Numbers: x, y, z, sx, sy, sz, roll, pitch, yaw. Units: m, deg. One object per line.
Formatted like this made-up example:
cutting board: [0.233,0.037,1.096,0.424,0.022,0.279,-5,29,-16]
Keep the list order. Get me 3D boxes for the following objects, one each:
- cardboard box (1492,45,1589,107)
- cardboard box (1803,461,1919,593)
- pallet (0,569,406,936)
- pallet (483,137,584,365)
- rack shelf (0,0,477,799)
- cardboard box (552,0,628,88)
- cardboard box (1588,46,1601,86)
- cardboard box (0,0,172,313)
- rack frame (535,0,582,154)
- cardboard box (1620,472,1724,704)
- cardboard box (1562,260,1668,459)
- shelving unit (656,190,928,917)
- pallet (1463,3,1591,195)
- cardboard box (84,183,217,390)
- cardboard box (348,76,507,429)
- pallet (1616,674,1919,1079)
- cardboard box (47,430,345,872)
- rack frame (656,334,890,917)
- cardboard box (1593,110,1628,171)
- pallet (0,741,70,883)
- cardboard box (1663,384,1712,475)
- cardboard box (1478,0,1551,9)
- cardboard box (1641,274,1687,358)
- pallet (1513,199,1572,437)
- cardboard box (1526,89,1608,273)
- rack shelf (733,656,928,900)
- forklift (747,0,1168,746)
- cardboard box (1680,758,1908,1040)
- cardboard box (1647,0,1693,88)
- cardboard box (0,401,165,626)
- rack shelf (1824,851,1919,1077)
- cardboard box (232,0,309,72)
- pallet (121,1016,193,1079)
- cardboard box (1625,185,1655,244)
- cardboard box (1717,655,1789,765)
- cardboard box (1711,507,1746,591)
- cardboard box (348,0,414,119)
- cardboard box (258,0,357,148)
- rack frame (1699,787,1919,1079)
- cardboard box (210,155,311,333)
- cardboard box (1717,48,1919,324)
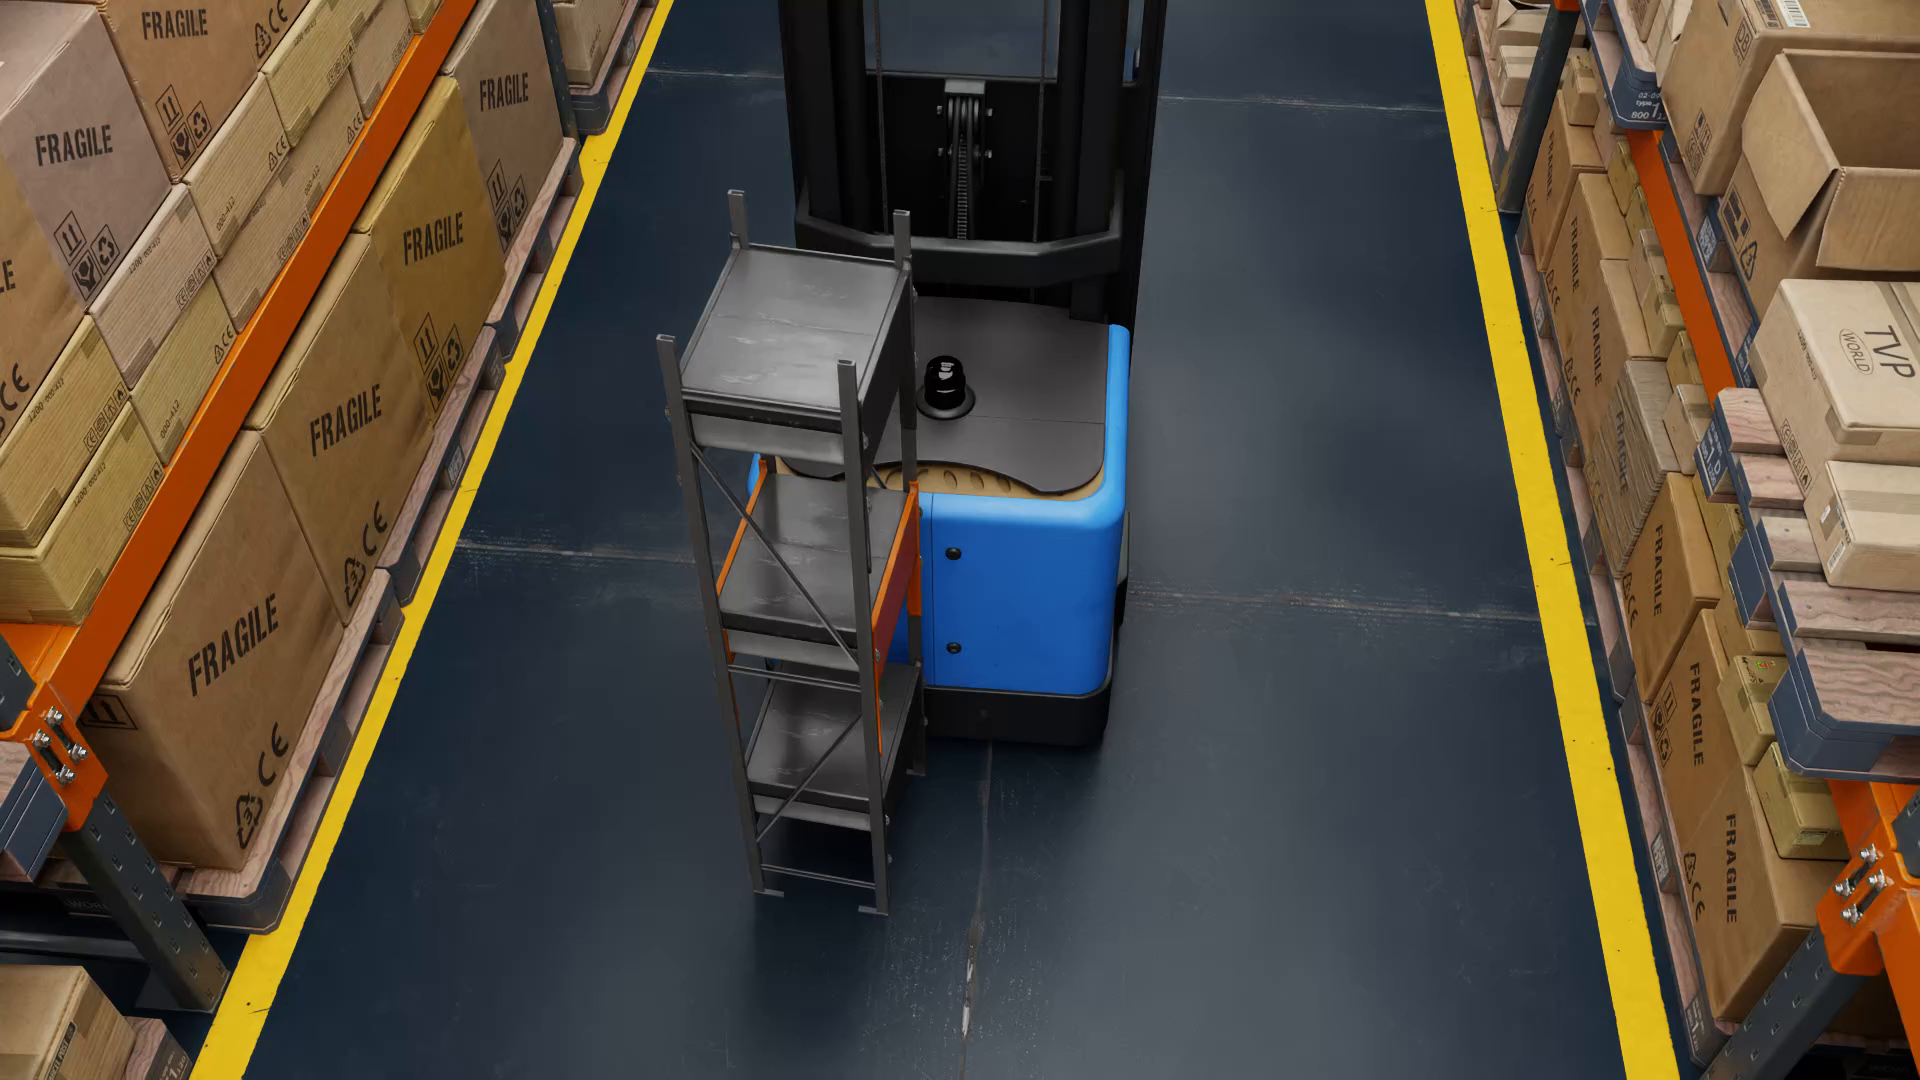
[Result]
cardboard box: [2.530,-2.006,7.199,0.380,0.149,0.250,3,48,2]
cardboard box: [2.085,-0.023,3.624,0.380,0.149,0.250,5,48,4]
pallet: [-2.389,0.578,5.078,1.003,0.211,1.213,4,48,4]
pallet: [-2.167,-1.215,6.718,1.003,0.211,1.213,4,48,4]
rack shelf: [-2.354,-1.016,5.134,1.077,0.370,4.000,4,48,4]
cardboard box: [-2.007,-2.459,7.418,0.875,0.438,0.875,3,48,3]
cardboard box: [2.535,-1.765,6.099,0.380,0.149,0.250,3,48,3]
cardboard box: [-2.212,-0.871,3.768,0.500,0.500,0.500,4,48,4]
rack frame: [-2.171,-2.728,6.212,1.000,3.000,0.127,4,48,4]
cardboard box: [2.333,0.167,4.974,0.500,0.500,0.500,6,48,5]
cardboard box: [2.415,-0.596,5.672,0.500,0.500,0.500,3,48,2]
shelving unit: [-0.352,0.161,4.180,0.431,2.100,0.503,8,48,8]
pallet: [2.836,-1.960,7.400,1.003,0.211,1.213,4,48,4]
cardboard box: [-2.196,-0.642,4.067,0.500,0.250,0.500,5,48,4]
cardboard box: [-2.223,-1.027,5.812,0.875,0.875,0.875,5,48,5]
pallet: [2.513,0.937,4.750,1.003,0.211,1.213,4,48,4]
cardboard box: [-2.390,0.285,4.612,0.875,0.875,0.875,3,48,3]
rack frame: [-0.399,0.338,4.018,0.400,2.100,0.015,8,48,8]
cardboard box: [2.526,-1.460,6.022,0.380,0.149,0.250,3,48,2]
pallet: [-2.495,0.807,3.109,1.213,0.211,1.003,4,48,4]
cardboard box: [2.349,-0.327,4.986,0.380,0.149,0.250,2,48,2]
cardboard box: [2.775,-2.803,7.690,0.700,0.500,0.500,2,48,2]
cardboard box: [2.418,-0.705,5.331,0.380,0.149,0.250,5,48,5]
pallet: [2.736,-0.856,6.390,1.003,0.211,1.213,4,48,4]
cardboard box: [2.504,-1.355,6.366,0.500,0.500,0.500,6,48,5]
rack shelf: [-0.352,0.643,4.706,0.431,0.518,0.480,8,48,8]
forklift: [0.054,-1.452,5.092,1.130,2.935,3.031,4,48,3]
cardboard box: [2.232,0.919,4.286,0.500,0.500,0.500,5,48,5]
cardboard box: [2.263,-1.498,4.894,0.396,0.266,0.258,6,48,5]
cardboard box: [-2.241,-0.081,3.893,0.500,0.250,0.500,3,48,3]
rack shelf: [2.225,2.255,2.142,1.077,0.370,4.000,4,48,4]
cardboard box: [-2.100,-1.621,4.454,0.500,0.500,0.500,5,48,4]
pallet: [-2.609,1.727,4.028,1.003,0.211,1.213,4,48,4]
cardboard box: [2.503,-1.068,5.664,0.380,0.149,0.250,3,48,3]
cardboard box: [2.194,0.443,4.282,0.380,0.149,0.250,2,48,2]
cardboard box: [2.331,0.061,4.631,0.380,0.149,0.250,5,48,5]
cardboard box: [-2.074,-1.587,5.270,0.500,0.250,0.500,3,48,2]
cardboard box: [-2.079,-1.379,4.742,0.500,0.250,0.500,5,48,4]
rack frame: [2.404,0.542,3.221,0.949,2.616,0.053,4,48,4]
cardboard box: [-2.158,-0.844,4.591,0.500,0.250,0.500,5,48,5]
cardboard box: [2.372,-0.846,4.137,0.797,0.503,0.637,3,48,3]
